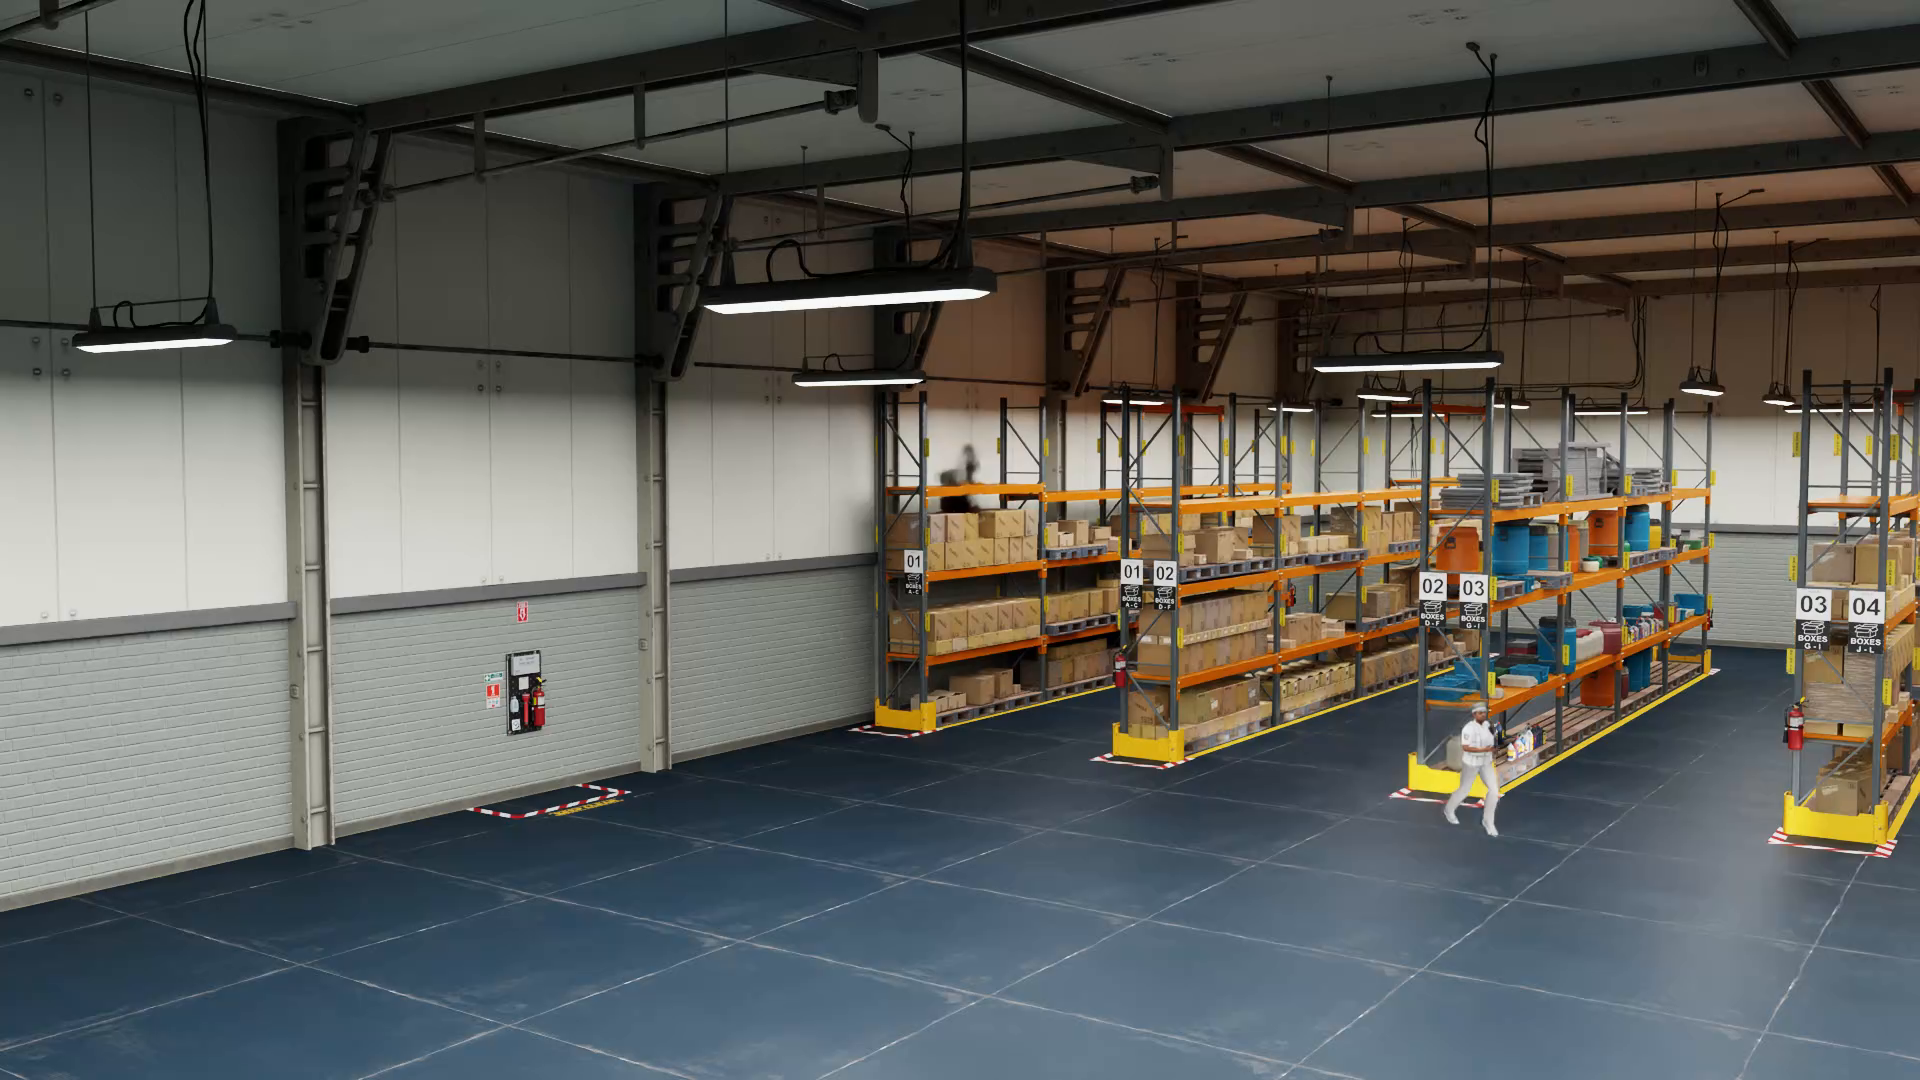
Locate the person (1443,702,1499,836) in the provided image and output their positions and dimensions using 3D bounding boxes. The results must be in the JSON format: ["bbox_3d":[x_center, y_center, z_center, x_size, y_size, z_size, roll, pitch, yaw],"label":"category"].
[{"bbox_3d":[6.740,2.956,21.731,0.586,1.748,0.892,-1,3,-19],"label":"person"}]
